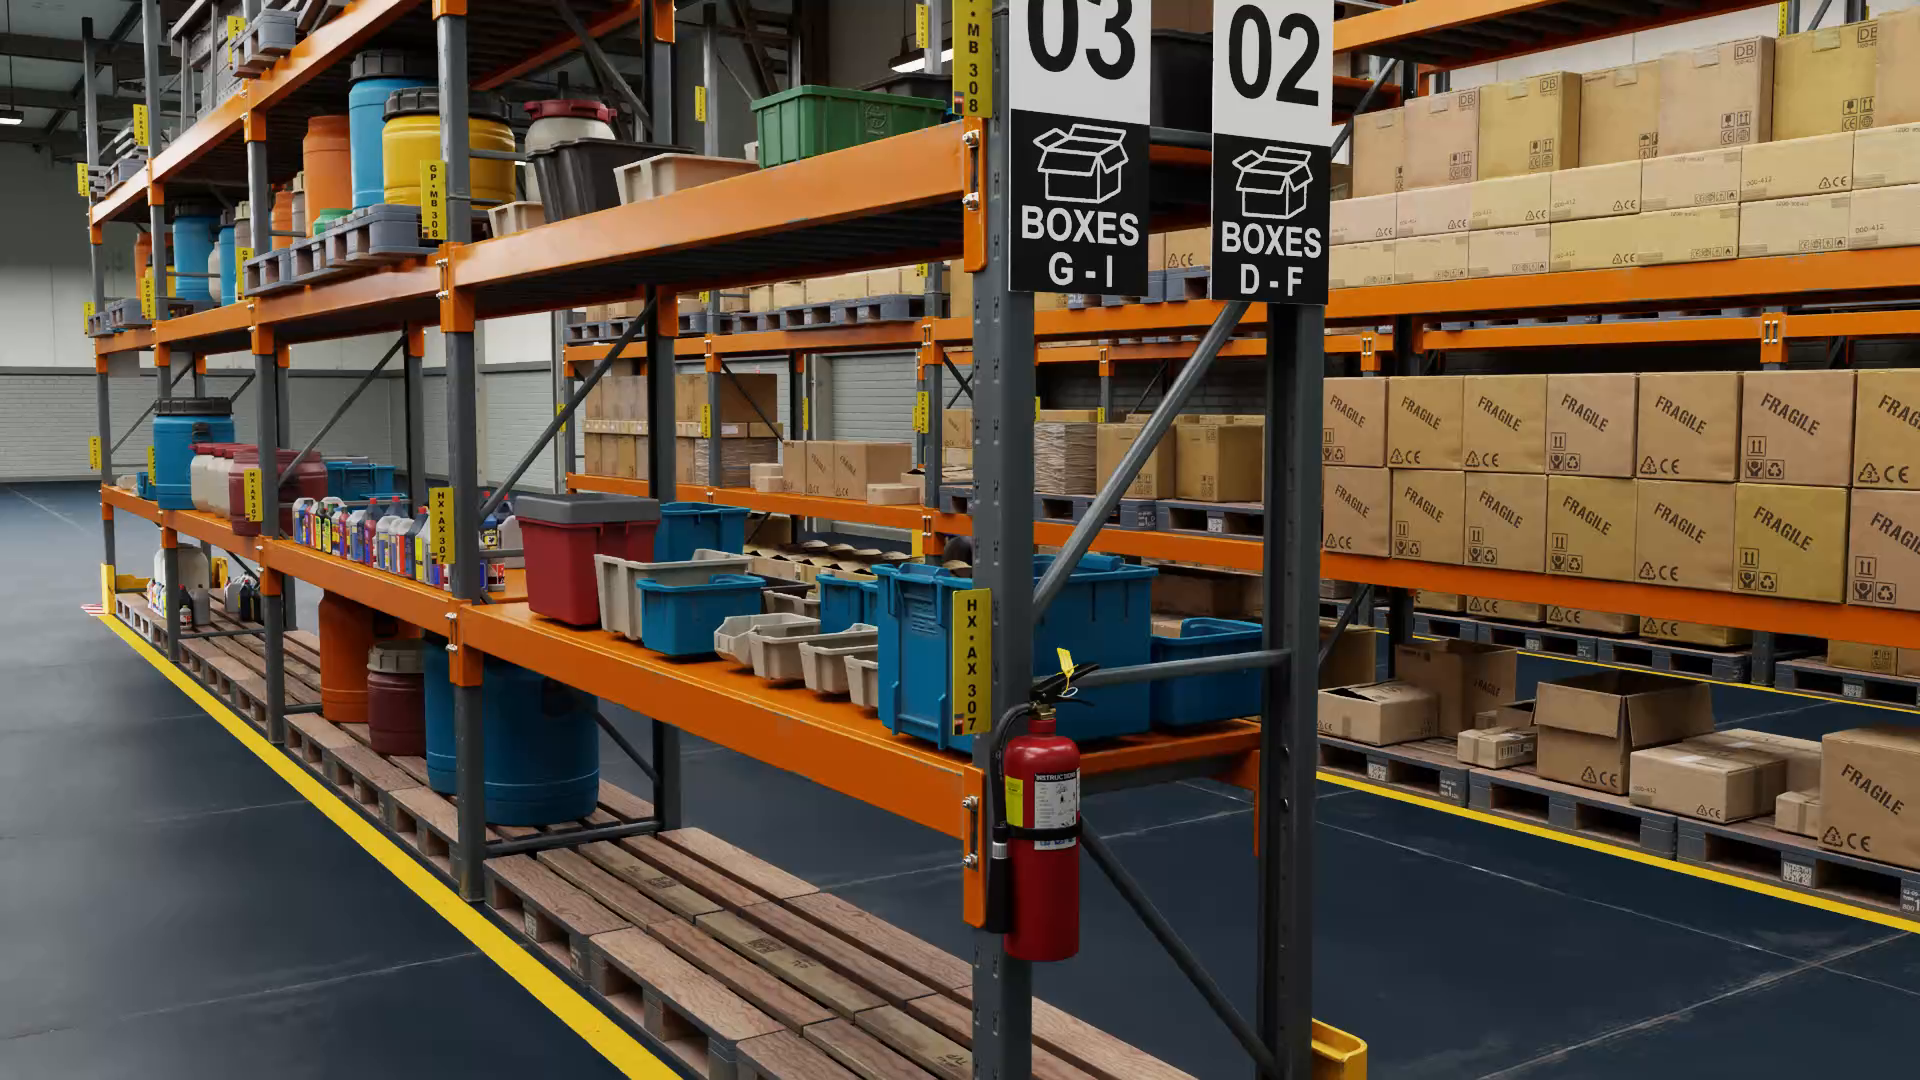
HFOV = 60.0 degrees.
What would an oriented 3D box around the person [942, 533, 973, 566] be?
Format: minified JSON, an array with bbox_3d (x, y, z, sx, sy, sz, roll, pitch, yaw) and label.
[{"bbox_3d":[-0.075,0.182,17.629,0.452,1.048,0.857,-4,6,-37],"label":"person"}]
